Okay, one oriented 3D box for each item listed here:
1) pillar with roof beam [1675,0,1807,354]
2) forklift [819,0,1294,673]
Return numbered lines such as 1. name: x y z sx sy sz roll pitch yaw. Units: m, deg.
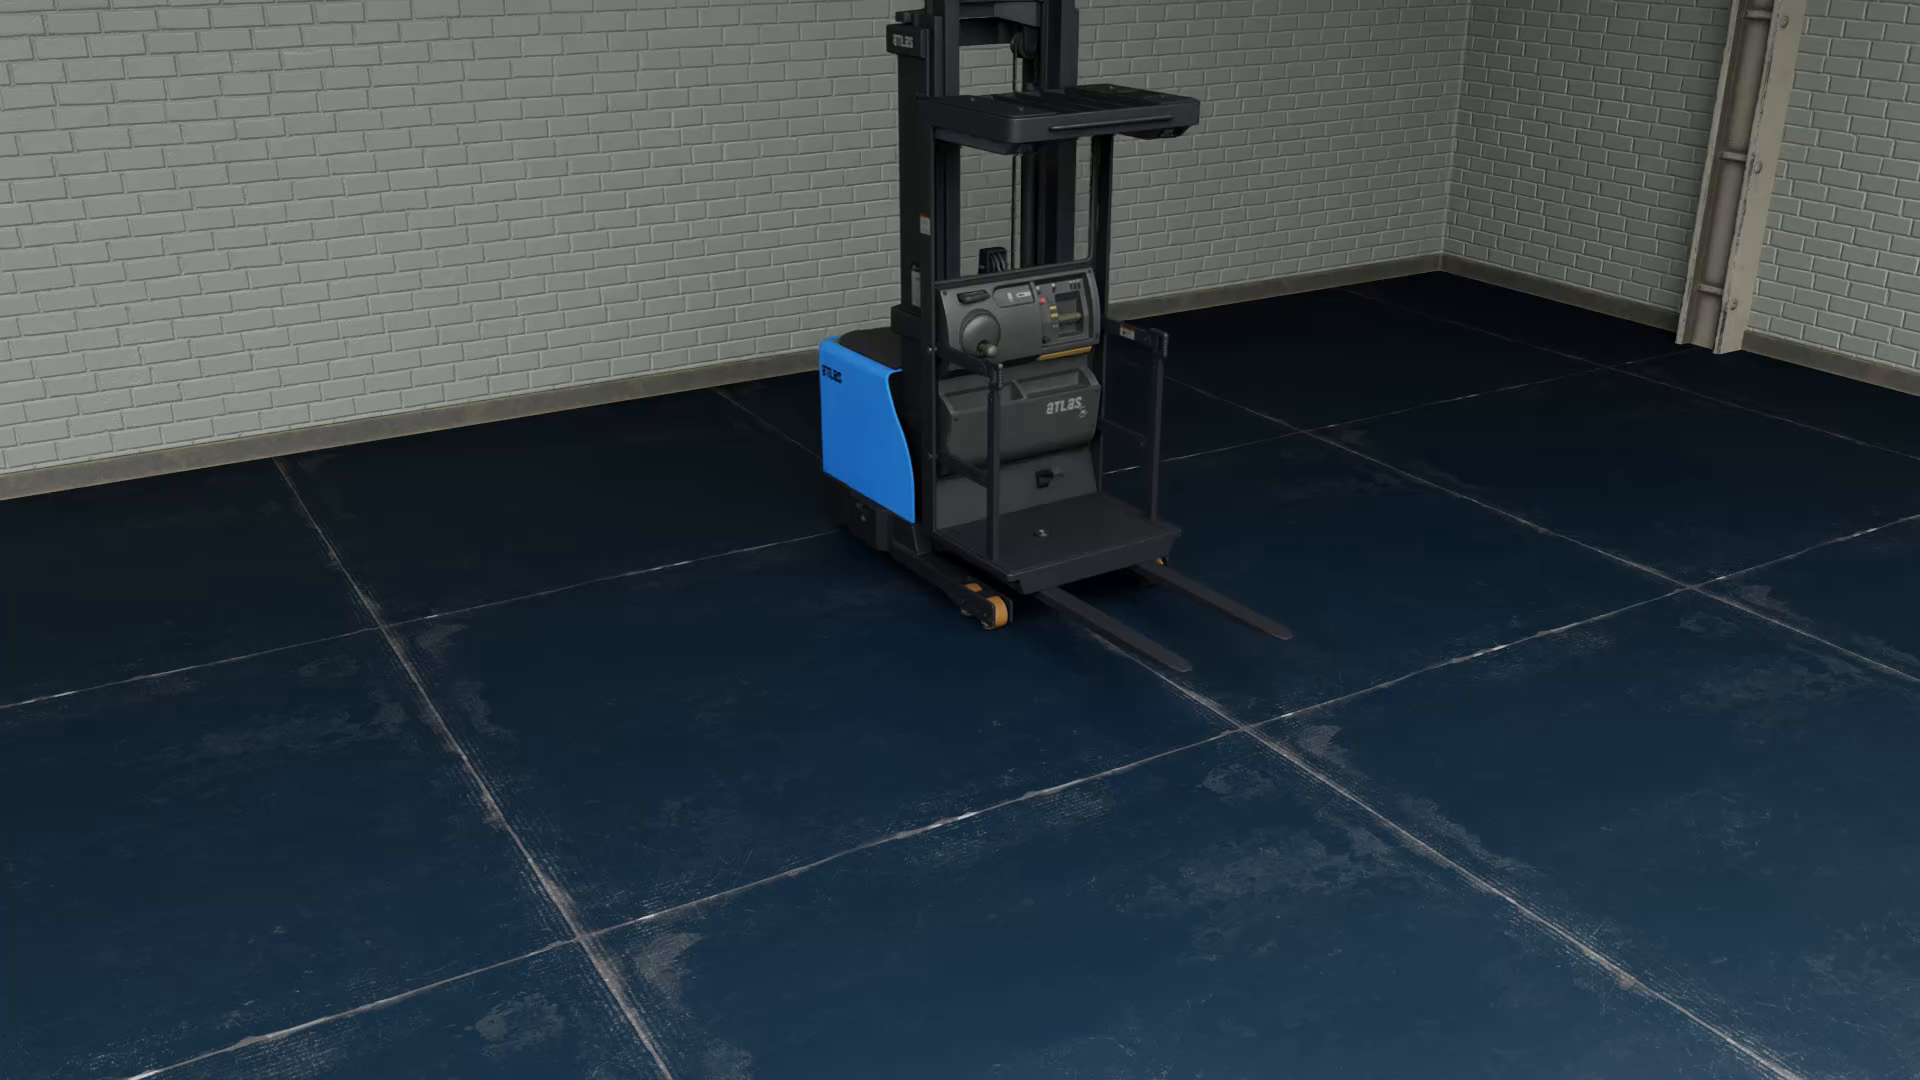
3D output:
1. pillar with roof beam: 2.183 -4.867 9.335 9.100 9.000 0.400 -13 25 -28
2. forklift: 0.427 -1.118 8.169 1.130 2.935 3.031 -14 26 -30
